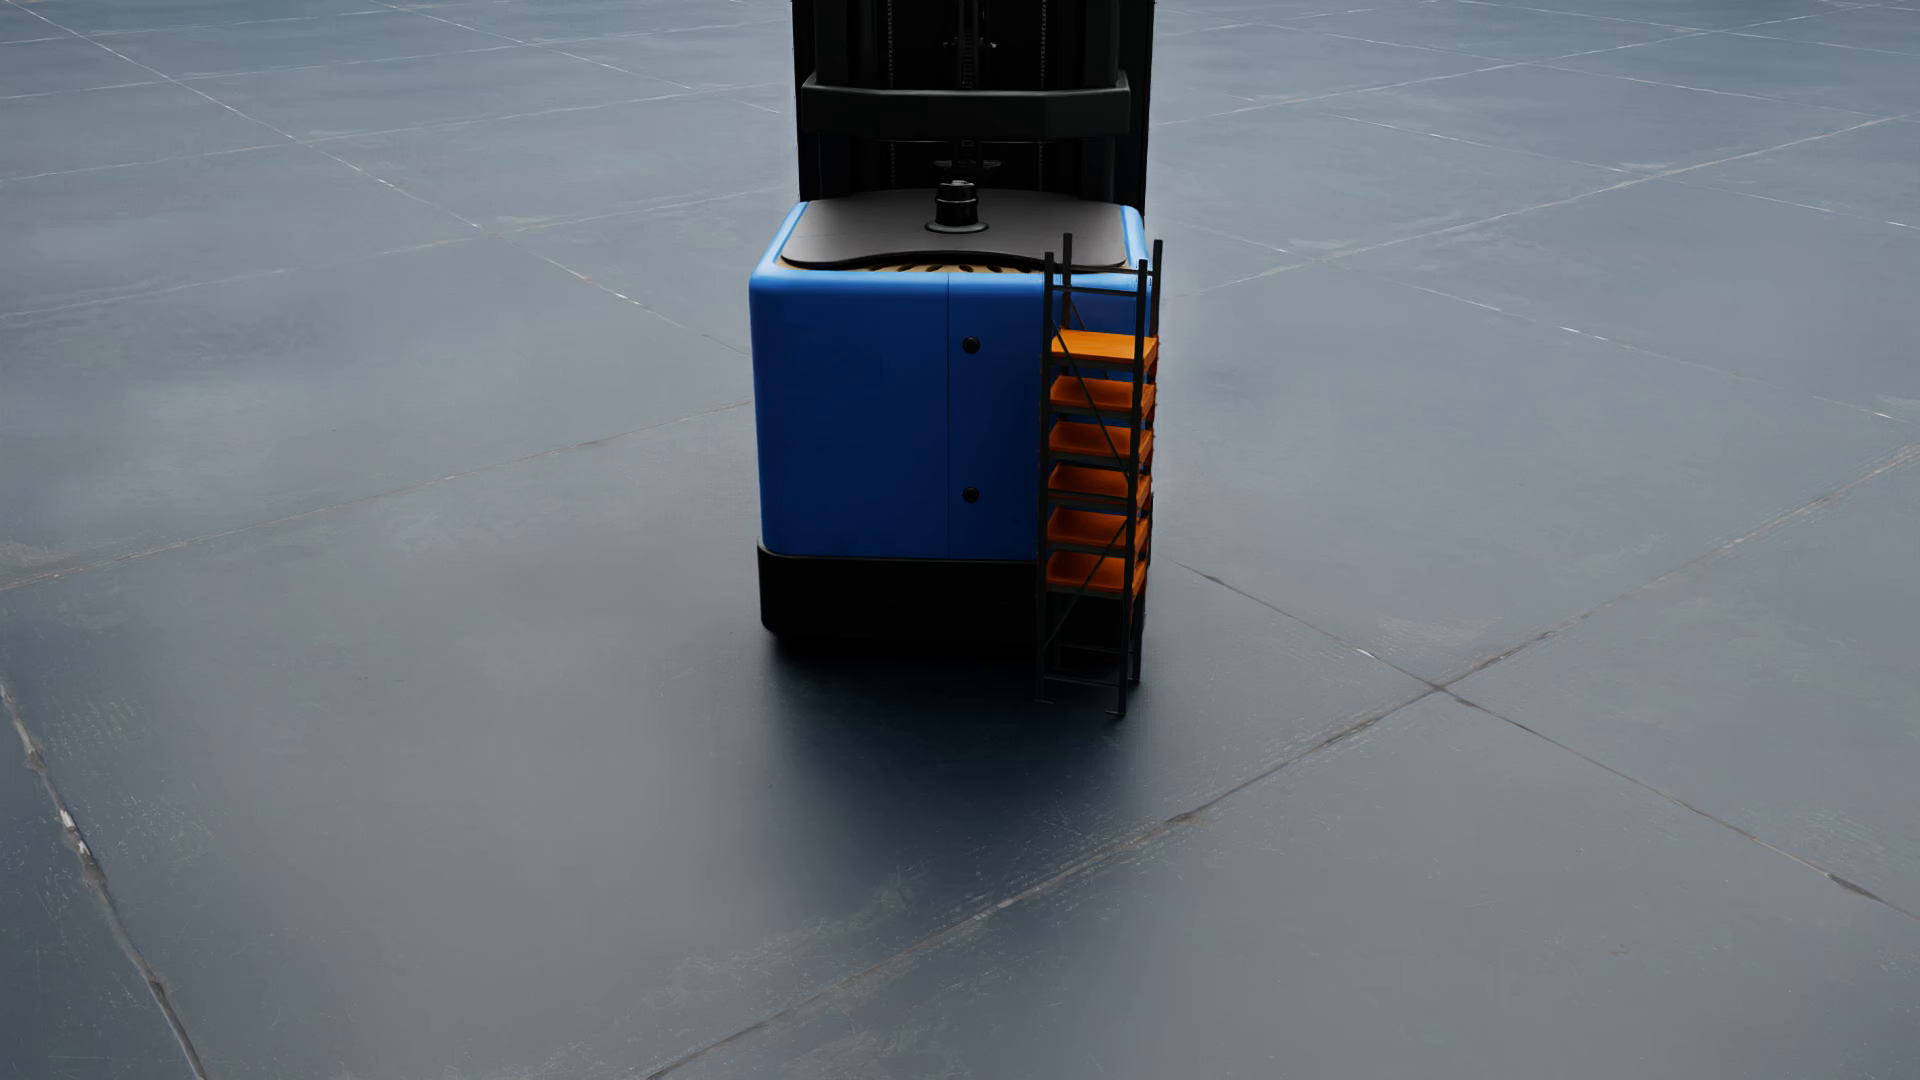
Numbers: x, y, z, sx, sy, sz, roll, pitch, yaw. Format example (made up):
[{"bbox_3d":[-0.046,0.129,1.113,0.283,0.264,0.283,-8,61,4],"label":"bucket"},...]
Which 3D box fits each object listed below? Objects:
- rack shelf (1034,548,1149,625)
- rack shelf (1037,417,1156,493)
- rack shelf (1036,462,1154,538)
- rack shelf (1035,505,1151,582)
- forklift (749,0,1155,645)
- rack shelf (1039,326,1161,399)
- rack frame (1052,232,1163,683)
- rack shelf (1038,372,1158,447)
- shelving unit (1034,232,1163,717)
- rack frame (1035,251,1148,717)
[{"bbox_3d":[0.337,0.116,4.251,0.258,0.103,0.180,7,26,15],"label":"rack shelf"},{"bbox_3d":[0.337,-0.211,4.100,0.258,0.103,0.180,7,26,15],"label":"rack shelf"},{"bbox_3d":[0.337,-0.102,4.150,0.258,0.103,0.180,7,26,15],"label":"rack shelf"},{"bbox_3d":[0.337,0.007,4.201,0.258,0.103,0.180,7,26,15],"label":"rack shelf"},{"bbox_3d":[0.053,-1.627,5.275,1.130,2.935,3.031,1,25,3],"label":"forklift"},{"bbox_3d":[0.337,-0.429,3.999,0.258,0.103,0.180,7,26,15],"label":"rack shelf"},{"bbox_3d":[0.364,-0.179,4.211,0.240,1.200,0.006,7,26,15],"label":"rack frame"},{"bbox_3d":[0.337,-0.320,4.049,0.258,0.103,0.180,7,26,15],"label":"rack shelf"},{"bbox_3d":[0.337,-0.142,4.132,0.258,1.200,0.189,7,26,15],"label":"shelving unit"},{"bbox_3d":[0.311,-0.106,4.052,0.240,1.200,0.006,7,26,15],"label":"rack frame"}]
